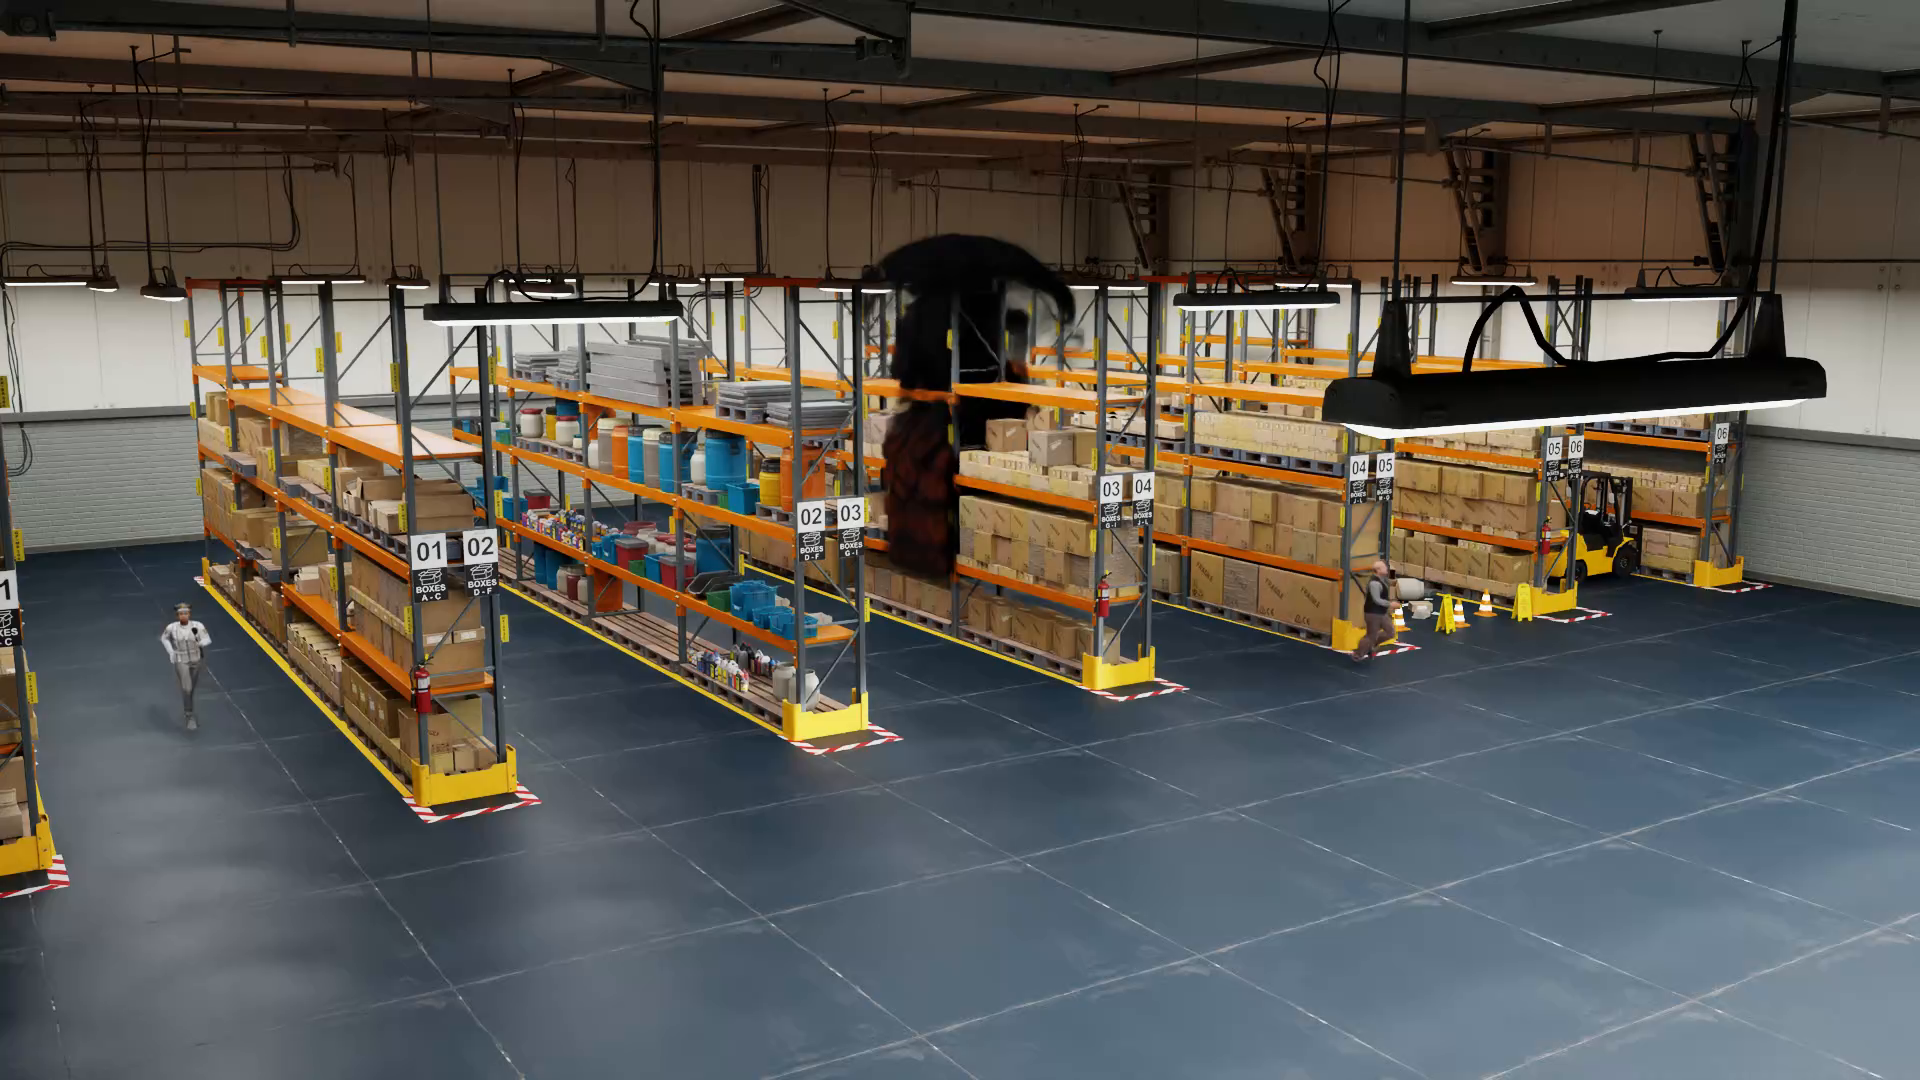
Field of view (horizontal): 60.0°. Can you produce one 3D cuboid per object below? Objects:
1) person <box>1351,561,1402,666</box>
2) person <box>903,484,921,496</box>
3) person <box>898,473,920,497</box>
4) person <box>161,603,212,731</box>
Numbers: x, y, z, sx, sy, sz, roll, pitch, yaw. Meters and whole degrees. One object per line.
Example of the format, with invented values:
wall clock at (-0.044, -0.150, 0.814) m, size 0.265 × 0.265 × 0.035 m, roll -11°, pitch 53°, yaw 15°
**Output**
person at (6.562, 1.148, 26.107) m, size 0.737 × 1.677 × 0.687 m, roll 4°, pitch 10°, yaw 23°
person at (-1.304, -1.586, 42.477) m, size 0.930 × 1.650 × 0.611 m, roll -7°, pitch 12°, yaw -35°
person at (-1.047, -0.632, 36.501) m, size 0.649 × 1.726 × 0.580 m, roll -5°, pitch 11°, yaw -30°
person at (-10.595, 1.703, 22.859) m, size 0.584 × 1.754 × 0.775 m, roll -7°, pitch 12°, yaw -37°
